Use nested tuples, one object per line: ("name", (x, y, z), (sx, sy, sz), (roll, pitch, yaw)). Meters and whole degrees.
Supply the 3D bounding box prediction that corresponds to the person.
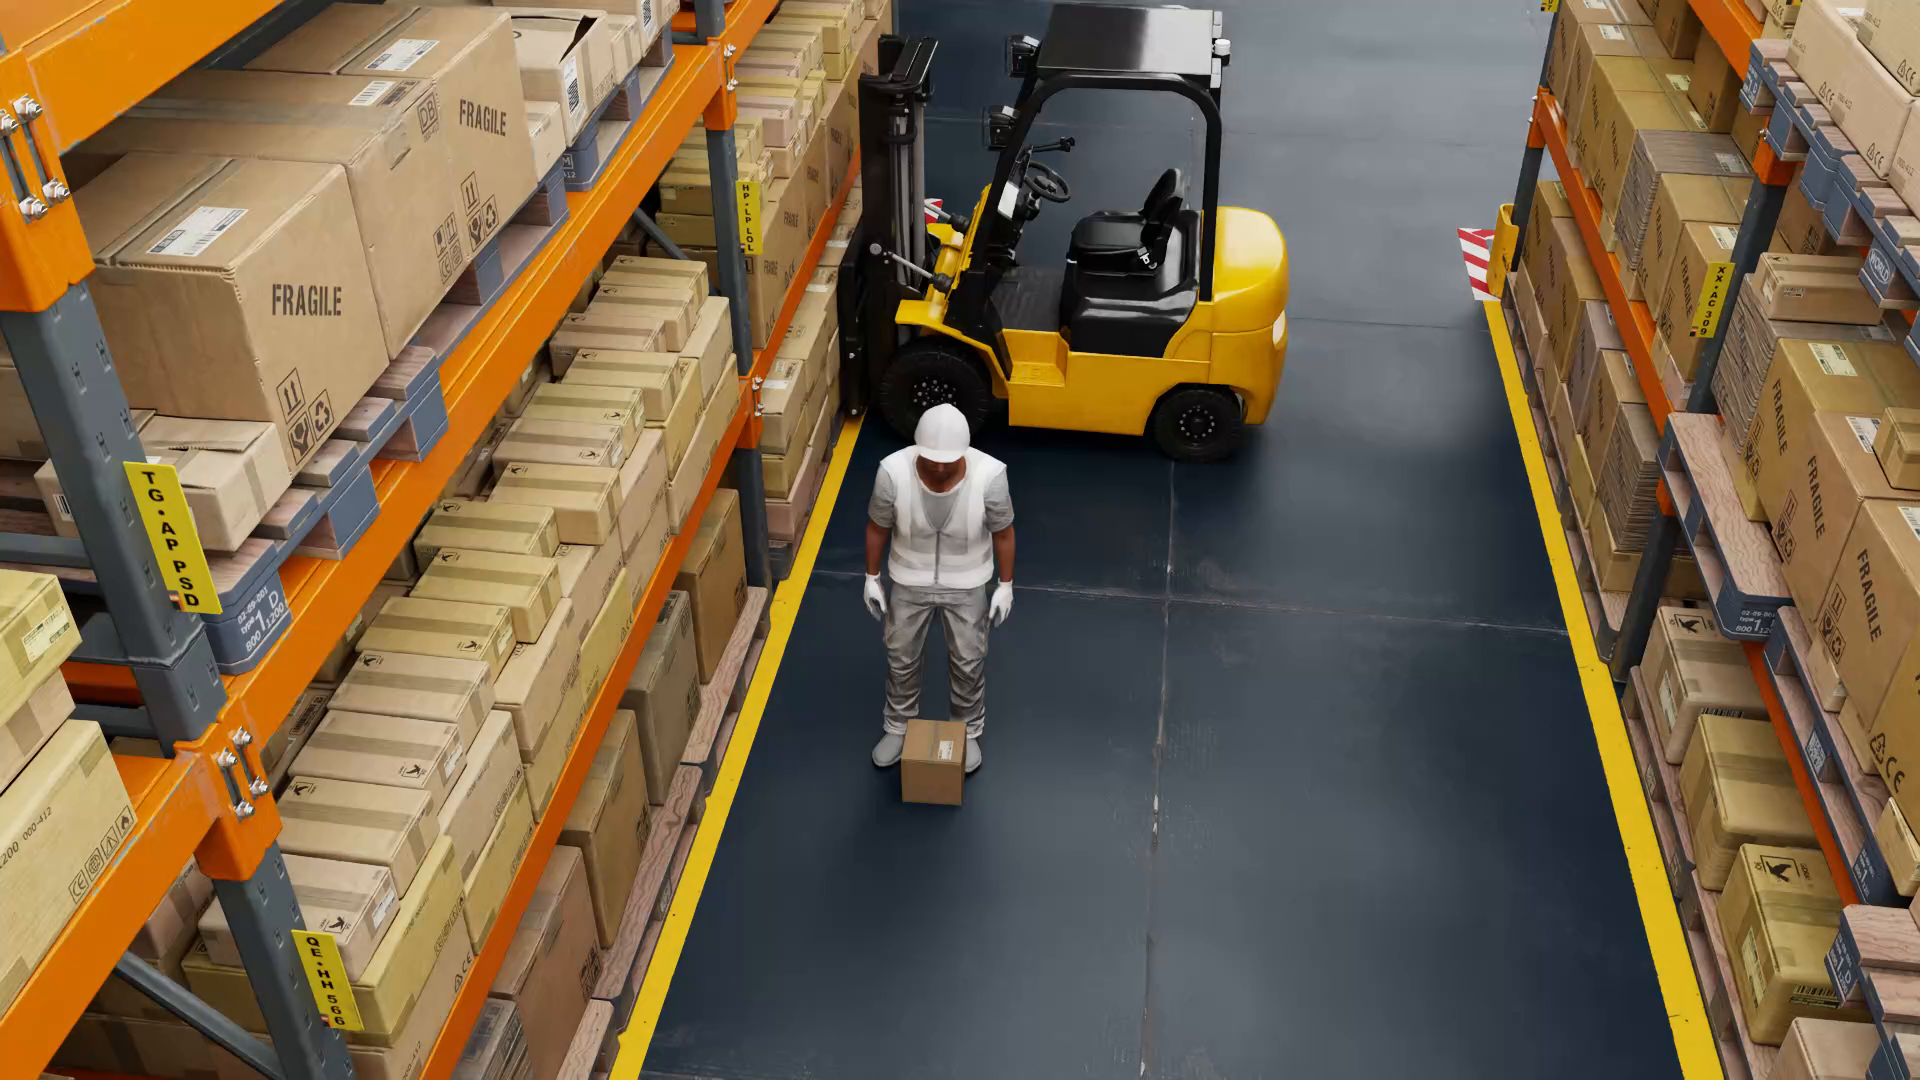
("person", (-0.087, 0.188, 6.772), (0.617, 1.772, 0.452), (3, 36, 4))
